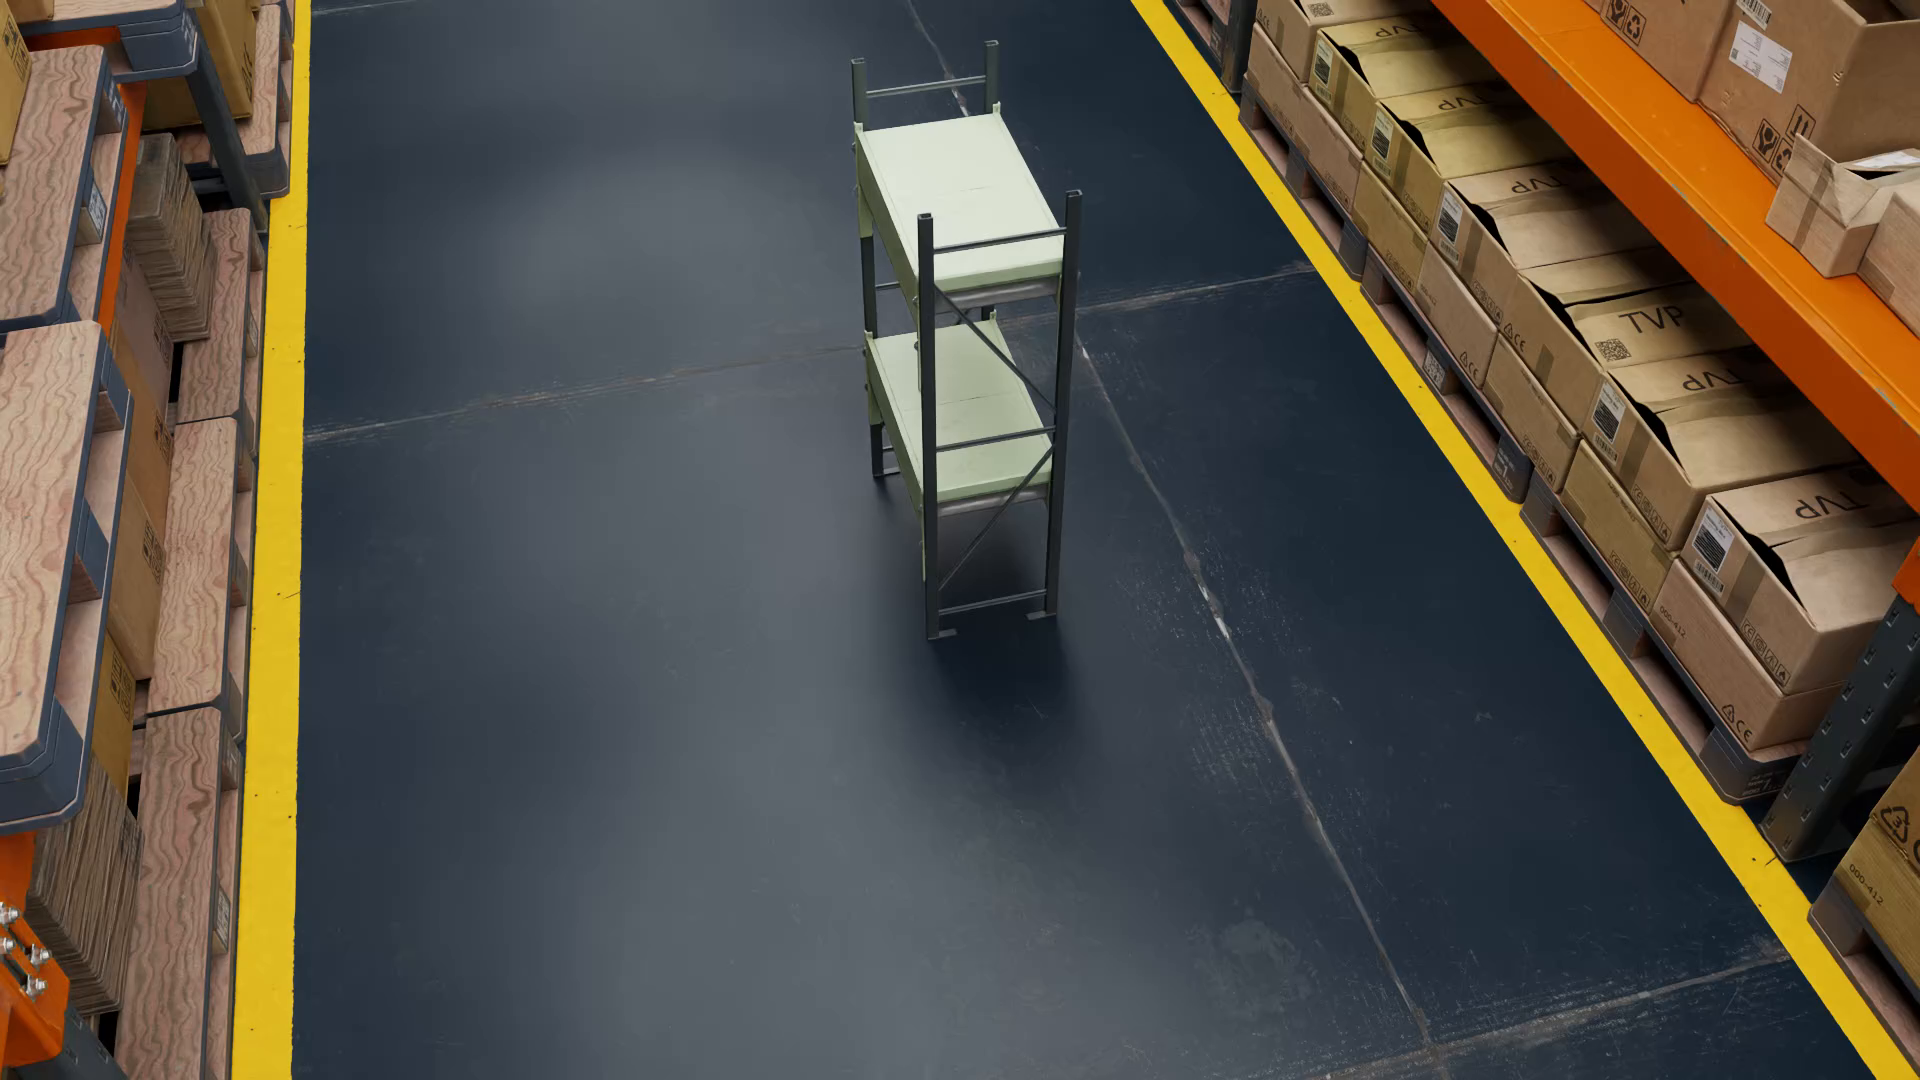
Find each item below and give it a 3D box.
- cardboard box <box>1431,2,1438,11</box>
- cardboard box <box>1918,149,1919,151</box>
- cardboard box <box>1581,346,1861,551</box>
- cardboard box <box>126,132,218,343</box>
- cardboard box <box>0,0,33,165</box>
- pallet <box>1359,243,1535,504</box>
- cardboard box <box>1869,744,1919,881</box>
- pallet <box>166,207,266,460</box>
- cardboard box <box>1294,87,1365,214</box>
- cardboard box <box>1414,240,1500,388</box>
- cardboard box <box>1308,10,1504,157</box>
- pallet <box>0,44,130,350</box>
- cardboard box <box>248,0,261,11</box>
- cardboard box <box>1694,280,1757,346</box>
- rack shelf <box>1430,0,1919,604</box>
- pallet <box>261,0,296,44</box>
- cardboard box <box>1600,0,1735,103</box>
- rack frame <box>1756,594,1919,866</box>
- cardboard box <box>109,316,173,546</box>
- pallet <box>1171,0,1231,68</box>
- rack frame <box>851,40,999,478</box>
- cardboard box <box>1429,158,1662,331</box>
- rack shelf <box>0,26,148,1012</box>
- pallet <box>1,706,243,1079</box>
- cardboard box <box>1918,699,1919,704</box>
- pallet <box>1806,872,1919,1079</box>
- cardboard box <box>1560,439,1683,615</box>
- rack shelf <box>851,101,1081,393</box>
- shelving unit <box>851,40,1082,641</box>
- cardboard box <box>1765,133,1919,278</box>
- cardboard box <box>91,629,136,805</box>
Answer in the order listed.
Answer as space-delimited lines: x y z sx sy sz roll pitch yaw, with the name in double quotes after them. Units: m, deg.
1.997 -2.147 6.493 0.500 0.311 0.500 -10 46 -9 "cardboard box"
2.619 -0.883 4.191 0.380 0.149 0.250 -11 47 -10 "cardboard box"
2.129 -0.287 4.670 0.500 0.311 0.500 -10 46 -9 "cardboard box"
-2.928 -0.966 5.539 0.700 0.500 0.500 -10 46 -10 "cardboard box"
-2.693 -1.185 3.933 0.700 0.500 0.500 -11 47 -10 "cardboard box"
2.106 -0.691 5.779 1.003 0.211 1.213 -11 47 -10 "pallet"
2.465 0.609 3.659 0.500 0.500 0.500 -11 47 -10 "cardboard box"
-2.964 -0.659 5.748 1.003 0.211 1.213 -11 47 -10 "pallet"
1.604 -1.505 6.256 0.500 0.250 0.500 -12 47 -11 "cardboard box"
1.874 -0.793 5.559 0.500 0.250 0.500 -10 46 -10 "cardboard box"
1.617 -1.687 6.042 0.500 0.311 0.500 -12 47 -11 "cardboard box"
-2.617 -0.748 4.017 1.003 0.211 1.213 -11 47 -10 "pallet"
-3.442 -2.707 7.014 0.750 0.750 0.750 -11 47 -11 "cardboard box"
2.527 -0.737 5.110 0.500 0.311 0.500 -12 47 -12 "cardboard box"
2.137 -1.450 5.075 1.077 0.370 4.000 -11 47 -10 "rack shelf"
-3.601 -2.597 7.648 1.003 0.211 1.213 -11 47 -10 "pallet"
2.205 -1.599 4.647 0.500 0.500 0.500 -11 47 -10 "cardboard box"
2.649 -0.321 3.465 1.000 3.000 0.127 -11 47 -10 "rack frame"
-2.754 -0.251 4.838 0.700 0.500 0.500 -11 47 -11 "cardboard box"
1.470 -2.629 7.679 1.003 0.211 1.213 -11 47 -10 "pallet"
-0.092 -0.773 4.957 0.400 1.500 0.023 -11 47 -10 "rack frame"
1.878 -0.980 5.349 0.500 0.311 0.500 -11 47 -11 "cardboard box"
-2.651 -0.542 4.185 1.077 0.370 4.000 -11 47 -10 "rack shelf"
-2.340 1.026 4.097 1.003 0.211 1.213 -11 47 -10 "pallet"
2.785 0.170 4.614 0.500 0.250 0.500 -12 47 -11 "cardboard box"
2.812 1.211 3.915 1.003 0.211 1.213 -11 47 -10 "pallet"
2.135 -0.089 4.868 0.500 0.250 0.500 -11 47 -11 "cardboard box"
0.002 -0.793 4.431 0.431 0.370 0.720 -11 47 -10 "rack shelf"
0.002 -0.520 4.710 0.431 1.500 0.755 -11 47 -10 "shelving unit"
2.246 -0.848 4.075 0.396 0.266 0.258 -12 47 -11 "cardboard box"
-2.524 0.455 4.146 0.700 0.500 0.500 -12 47 -11 "cardboard box"
